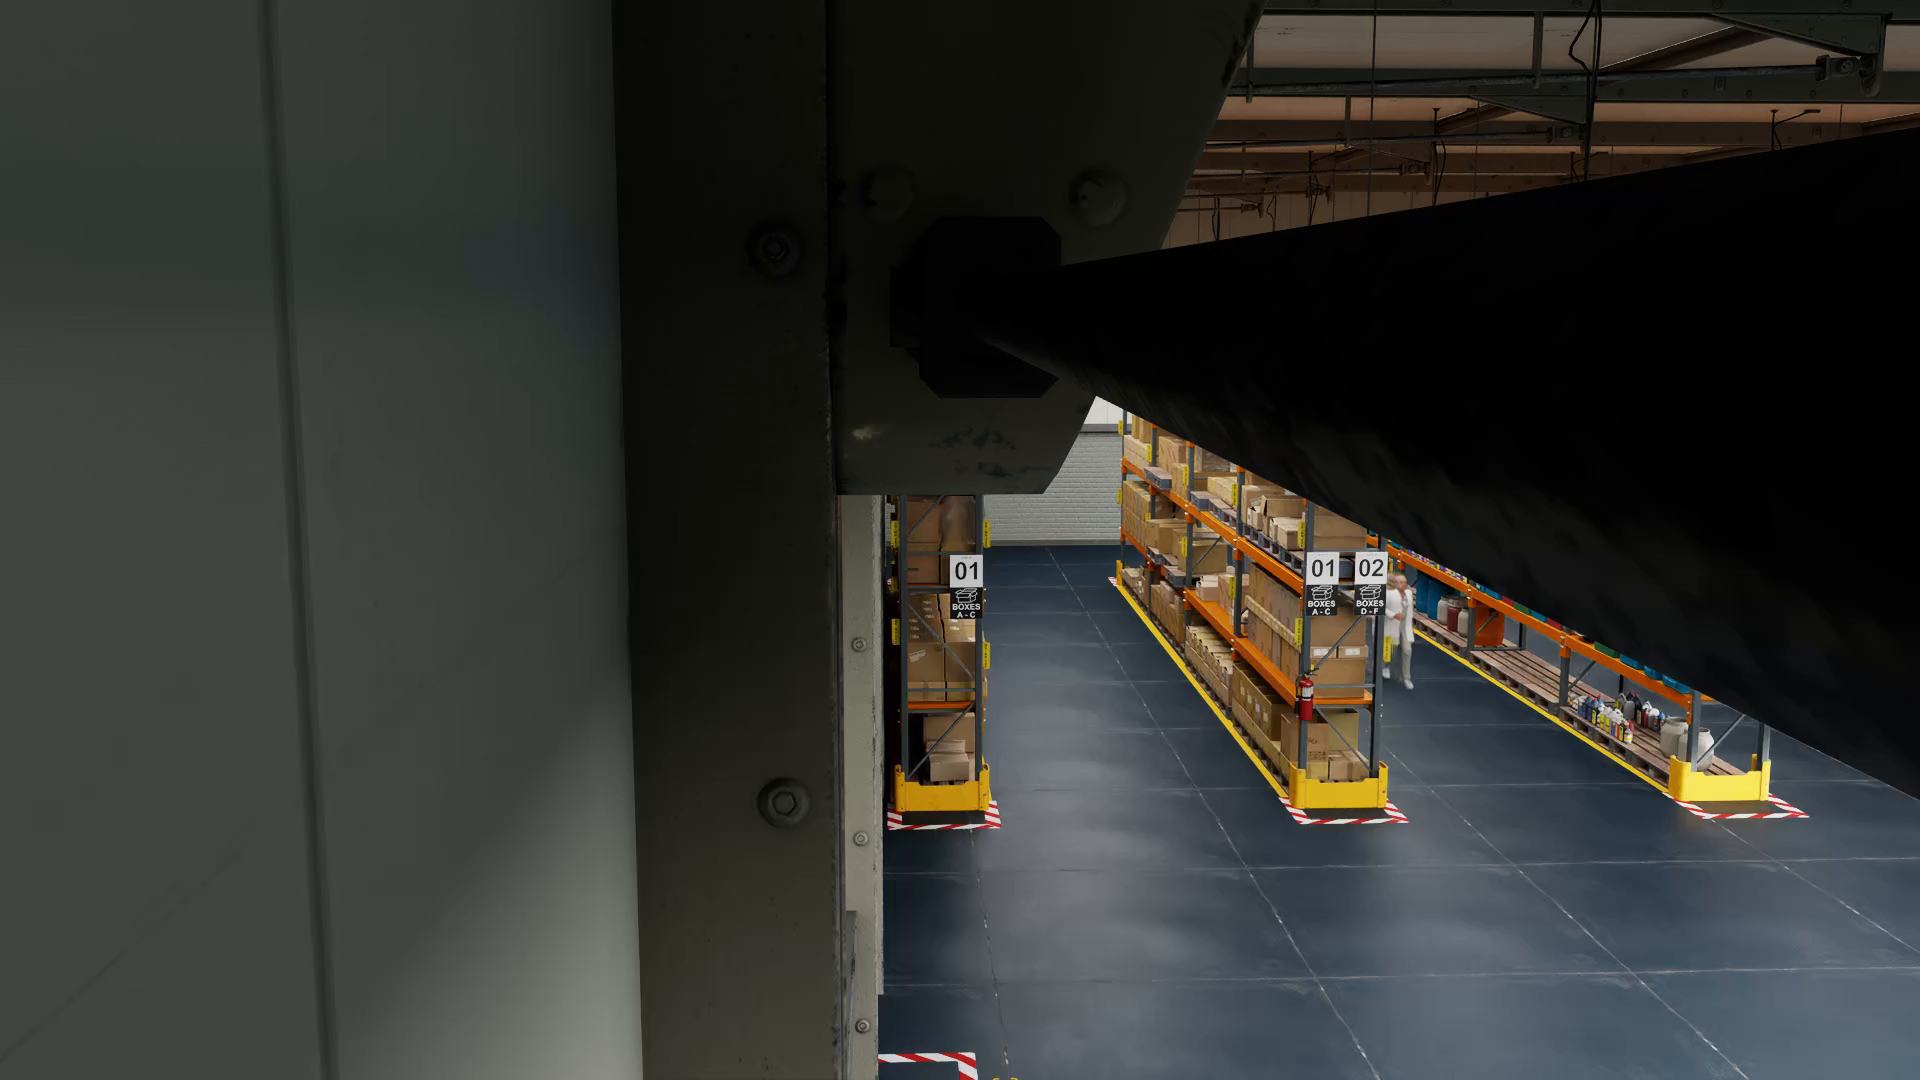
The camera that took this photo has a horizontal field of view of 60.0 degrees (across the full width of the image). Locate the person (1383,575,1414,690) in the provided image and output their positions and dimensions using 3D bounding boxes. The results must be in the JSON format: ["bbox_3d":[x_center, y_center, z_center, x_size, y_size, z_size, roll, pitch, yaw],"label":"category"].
[{"bbox_3d":[7.119,1.461,27.103,0.698,1.800,0.984,-1,9,-9],"label":"person"}]
